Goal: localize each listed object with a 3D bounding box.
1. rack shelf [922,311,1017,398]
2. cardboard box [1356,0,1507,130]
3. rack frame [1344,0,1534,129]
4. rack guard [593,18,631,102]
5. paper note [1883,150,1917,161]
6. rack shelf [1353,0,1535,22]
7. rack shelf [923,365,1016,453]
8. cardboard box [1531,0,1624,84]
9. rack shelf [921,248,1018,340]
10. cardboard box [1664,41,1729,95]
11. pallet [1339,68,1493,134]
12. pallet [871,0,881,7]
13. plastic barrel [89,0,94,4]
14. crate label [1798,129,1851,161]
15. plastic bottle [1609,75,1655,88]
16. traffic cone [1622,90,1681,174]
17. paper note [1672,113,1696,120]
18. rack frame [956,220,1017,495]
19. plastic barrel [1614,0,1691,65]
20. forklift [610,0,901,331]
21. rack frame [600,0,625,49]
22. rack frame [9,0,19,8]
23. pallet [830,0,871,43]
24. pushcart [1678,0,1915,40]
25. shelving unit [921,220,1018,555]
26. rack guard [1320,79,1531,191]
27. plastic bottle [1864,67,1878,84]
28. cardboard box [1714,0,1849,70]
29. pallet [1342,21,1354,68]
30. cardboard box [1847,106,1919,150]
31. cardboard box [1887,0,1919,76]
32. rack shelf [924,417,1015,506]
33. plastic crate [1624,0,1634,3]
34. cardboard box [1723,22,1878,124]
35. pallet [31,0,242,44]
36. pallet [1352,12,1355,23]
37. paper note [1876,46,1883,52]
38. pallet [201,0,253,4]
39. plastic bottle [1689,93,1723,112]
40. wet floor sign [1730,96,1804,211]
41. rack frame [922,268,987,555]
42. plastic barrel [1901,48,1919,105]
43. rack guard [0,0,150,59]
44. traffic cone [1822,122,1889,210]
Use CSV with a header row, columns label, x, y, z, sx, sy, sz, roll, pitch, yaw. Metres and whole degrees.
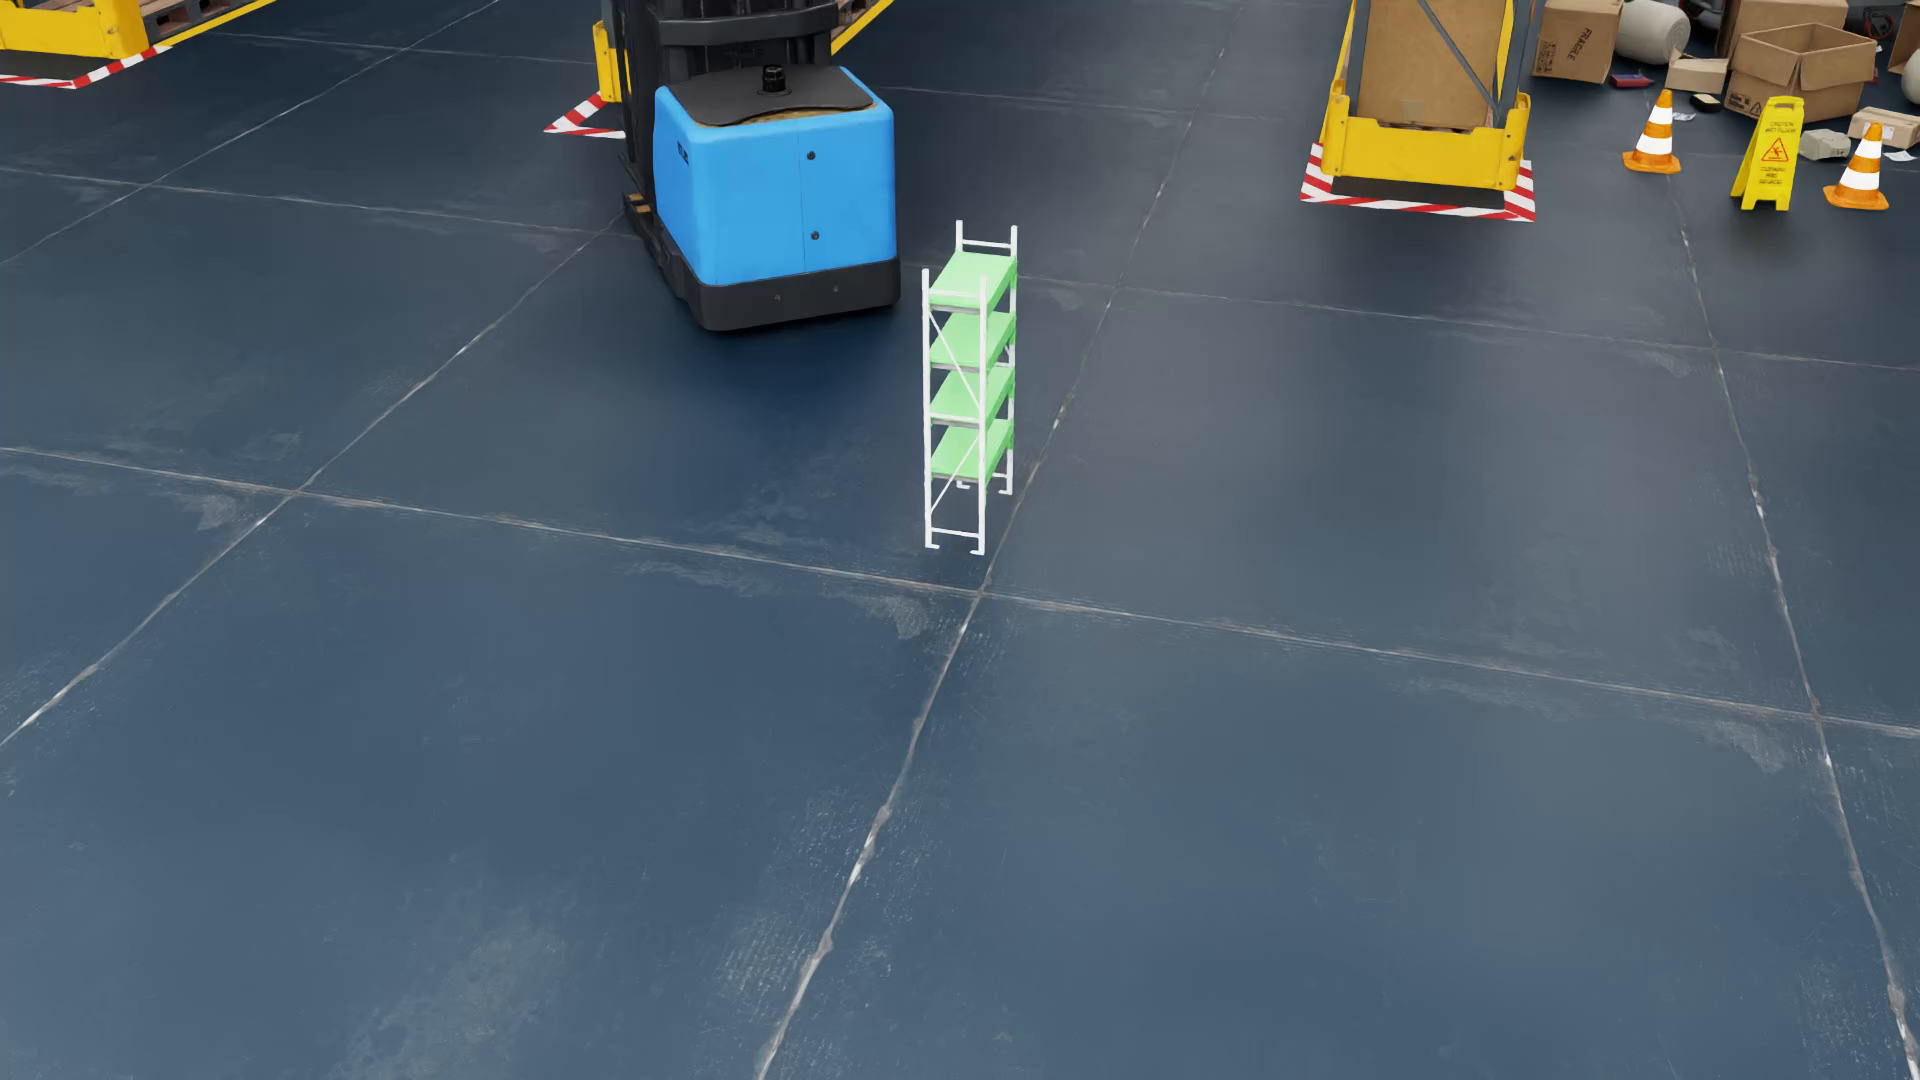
label,x,y,z,sx,sy,sz,roll,pitch,yaw
rack shelf,0.042,-0.741,6.469,0.258,0.148,0.480,8,33,12
cardboard box,2.956,-3.199,10.574,0.875,0.875,0.875,8,33,13
rack frame,2.848,-3.557,9.549,1.000,3.000,0.127,8,33,12
rack guard,-1.905,-3.269,11.427,1.175,0.500,0.348,8,33,12
paper note,5.976,-2.444,10.566,0.148,0.019,0.142,-3,33,-4
rack shelf,3.355,-4.291,11.375,1.077,0.370,4.000,8,33,12
rack shelf,0.042,-0.538,6.598,0.258,0.148,0.480,8,33,12
cardboard box,4.462,-3.634,11.998,0.500,0.500,0.500,14,35,21
rack shelf,0.042,-0.943,6.340,0.258,0.148,0.480,8,33,12
cardboard box,5.208,-3.336,11.751,0.396,0.266,0.258,14,35,21
pallet,2.975,-2.806,10.967,1.003,0.211,1.213,8,33,12
pallet,-1.045,-4.830,14.152,1.003,0.211,1.213,8,33,12
plastic barrel,-6.622,-4.438,12.863,0.421,0.512,0.421,0,32,0
crate label,5.502,-2.517,10.582,0.250,0.136,0.298,-8,33,-13
plastic bottle,4.783,-3.265,11.828,0.283,0.061,0.133,-3,33,-4
traffic cone,4.356,-2.569,10.359,0.336,0.463,0.334,8,33,12
paper note,4.877,-2.864,11.229,0.144,0.017,0.142,20,38,29
rack frame,0.104,-0.719,6.762,0.240,1.200,0.015,8,33,12
plastic barrel,5.059,-3.748,12.251,0.421,0.421,0.512,-21,38,-29
forklift,-1.310,-3.053,8.821,1.130,2.935,3.031,-12,34,-18
rack frame,-1.924,-4.285,10.694,1.000,3.000,0.127,8,33,12
rack frame,-6.715,-4.959,11.755,1.000,3.000,0.127,8,33,12
pallet,-1.353,-4.195,13.153,1.003,0.211,1.213,8,33,12
pushcart,6.459,-4.189,12.988,1.648,0.377,0.936,-3,33,-4
shelving unit,0.042,-0.592,6.563,0.258,1.200,0.503,8,33,12
rack guard,2.842,-2.490,10.200,1.175,0.500,0.348,8,33,12
plastic bottle,6.535,-3.357,11.974,0.133,0.061,0.283,14,35,21
cardboard box,5.888,-3.682,11.946,0.797,0.637,0.503,8,33,12
pallet,3.287,-3.437,11.960,1.003,0.211,1.213,8,33,12
cardboard box,6.040,-2.687,10.839,0.380,0.149,0.250,28,42,36
cardboard box,7.089,-3.587,11.924,0.500,0.500,0.500,-21,38,-29
rack shelf,0.042,-0.336,6.726,0.258,0.148,0.480,8,33,12
plastic crate,5.086,-4.202,13.131,0.662,0.188,0.450,-28,32,-37
cardboard box,5.658,-3.138,11.218,0.797,0.503,0.637,-14,35,-21
pallet,-6.530,-4.249,13.237,1.003,0.211,1.213,8,33,12
pallet,3.594,-4.072,12.959,1.003,0.211,1.213,8,33,12
paper note,6.892,-3.716,12.566,0.148,0.019,0.142,8,33,12
pallet,-6.218,-4.880,14.230,1.003,0.211,1.213,8,33,12
plastic bottle,5.114,-3.015,11.436,0.133,0.061,0.283,-3,33,-4
wet floor sign,4.756,-2.279,9.733,0.267,0.644,0.232,3,33,4
rack frame,-0.020,-0.466,6.364,0.240,1.200,0.015,8,33,12
plastic barrel,6.721,-3.126,11.273,0.421,0.421,0.512,-21,38,-29
rack guard,-6.741,-3.950,12.498,1.175,0.500,0.348,8,33,12
traffic cone,5.363,-2.239,9.840,0.336,0.463,0.334,8,33,12
